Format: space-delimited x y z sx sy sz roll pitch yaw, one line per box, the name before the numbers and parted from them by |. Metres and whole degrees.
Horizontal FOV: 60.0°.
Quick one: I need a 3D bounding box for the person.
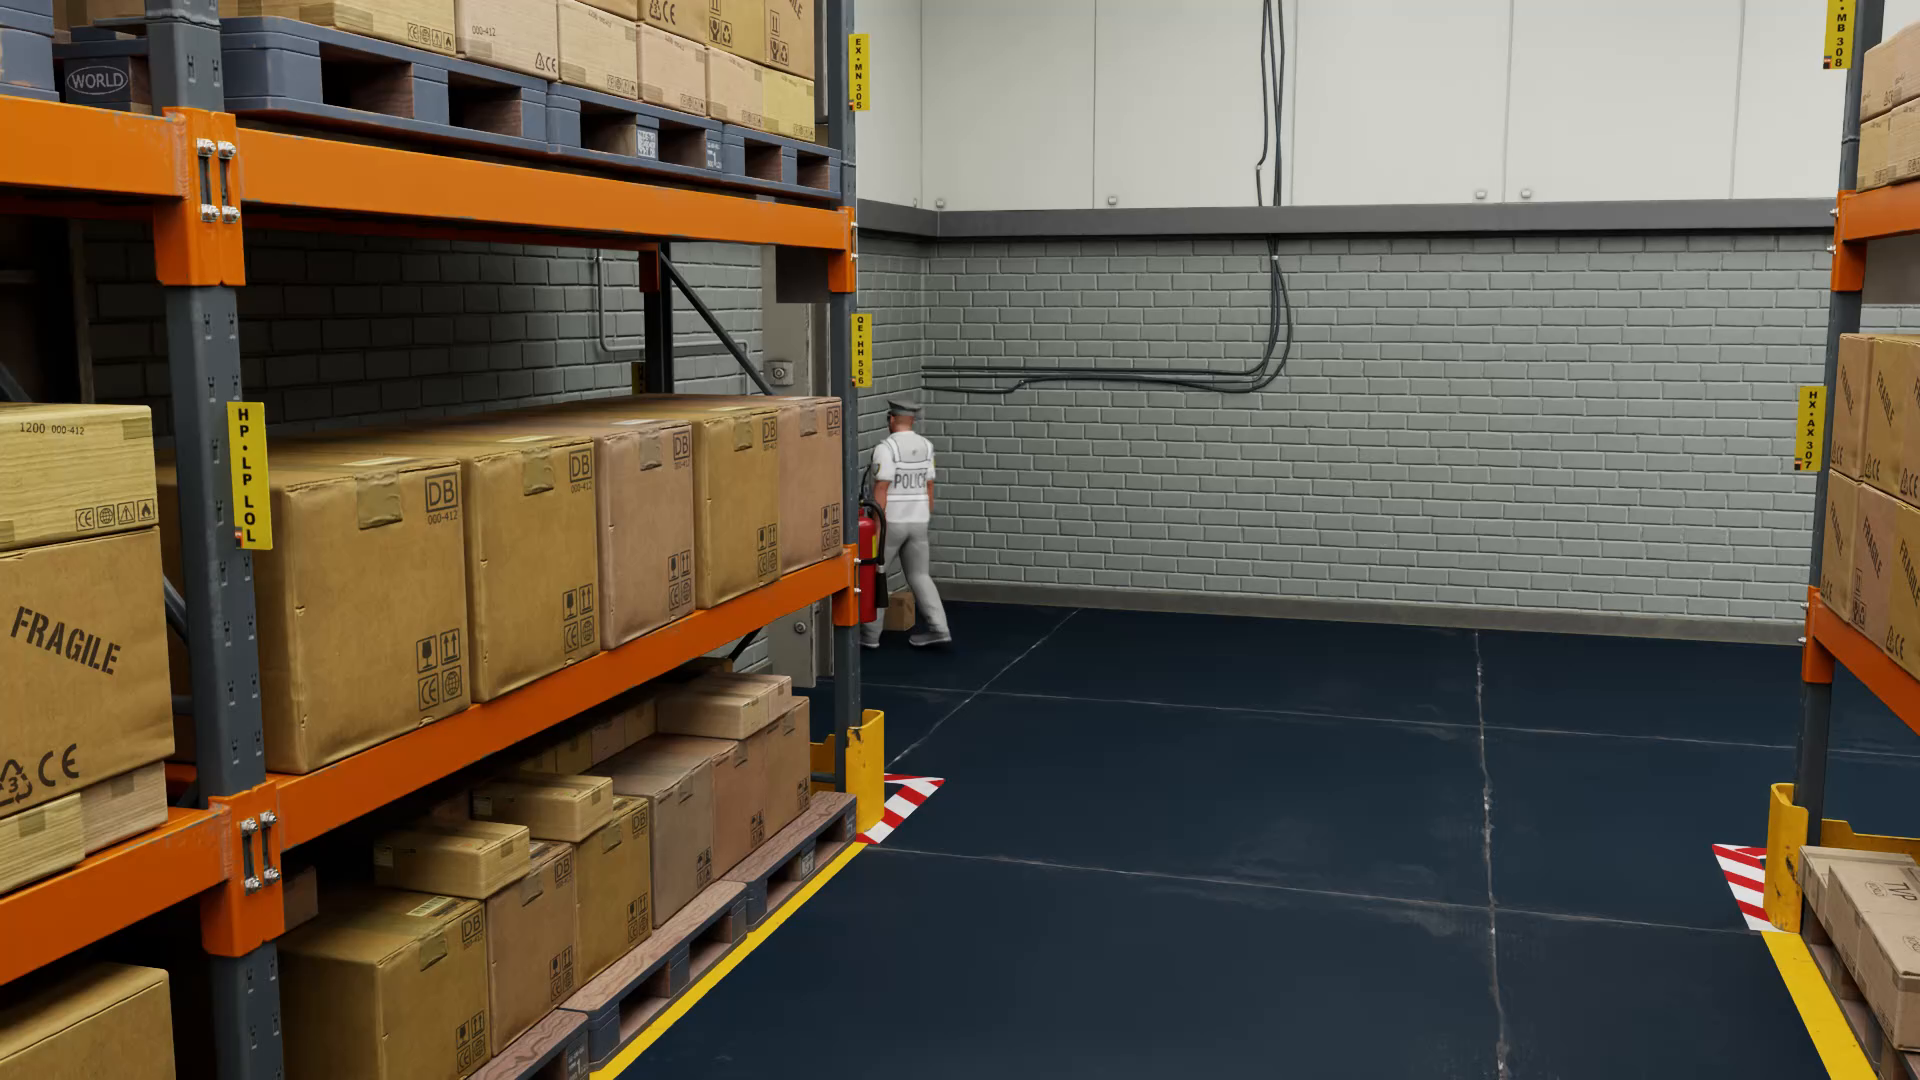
person | -0.432 -0.119 11.568 0.563 1.734 0.708 -7 11 -40
